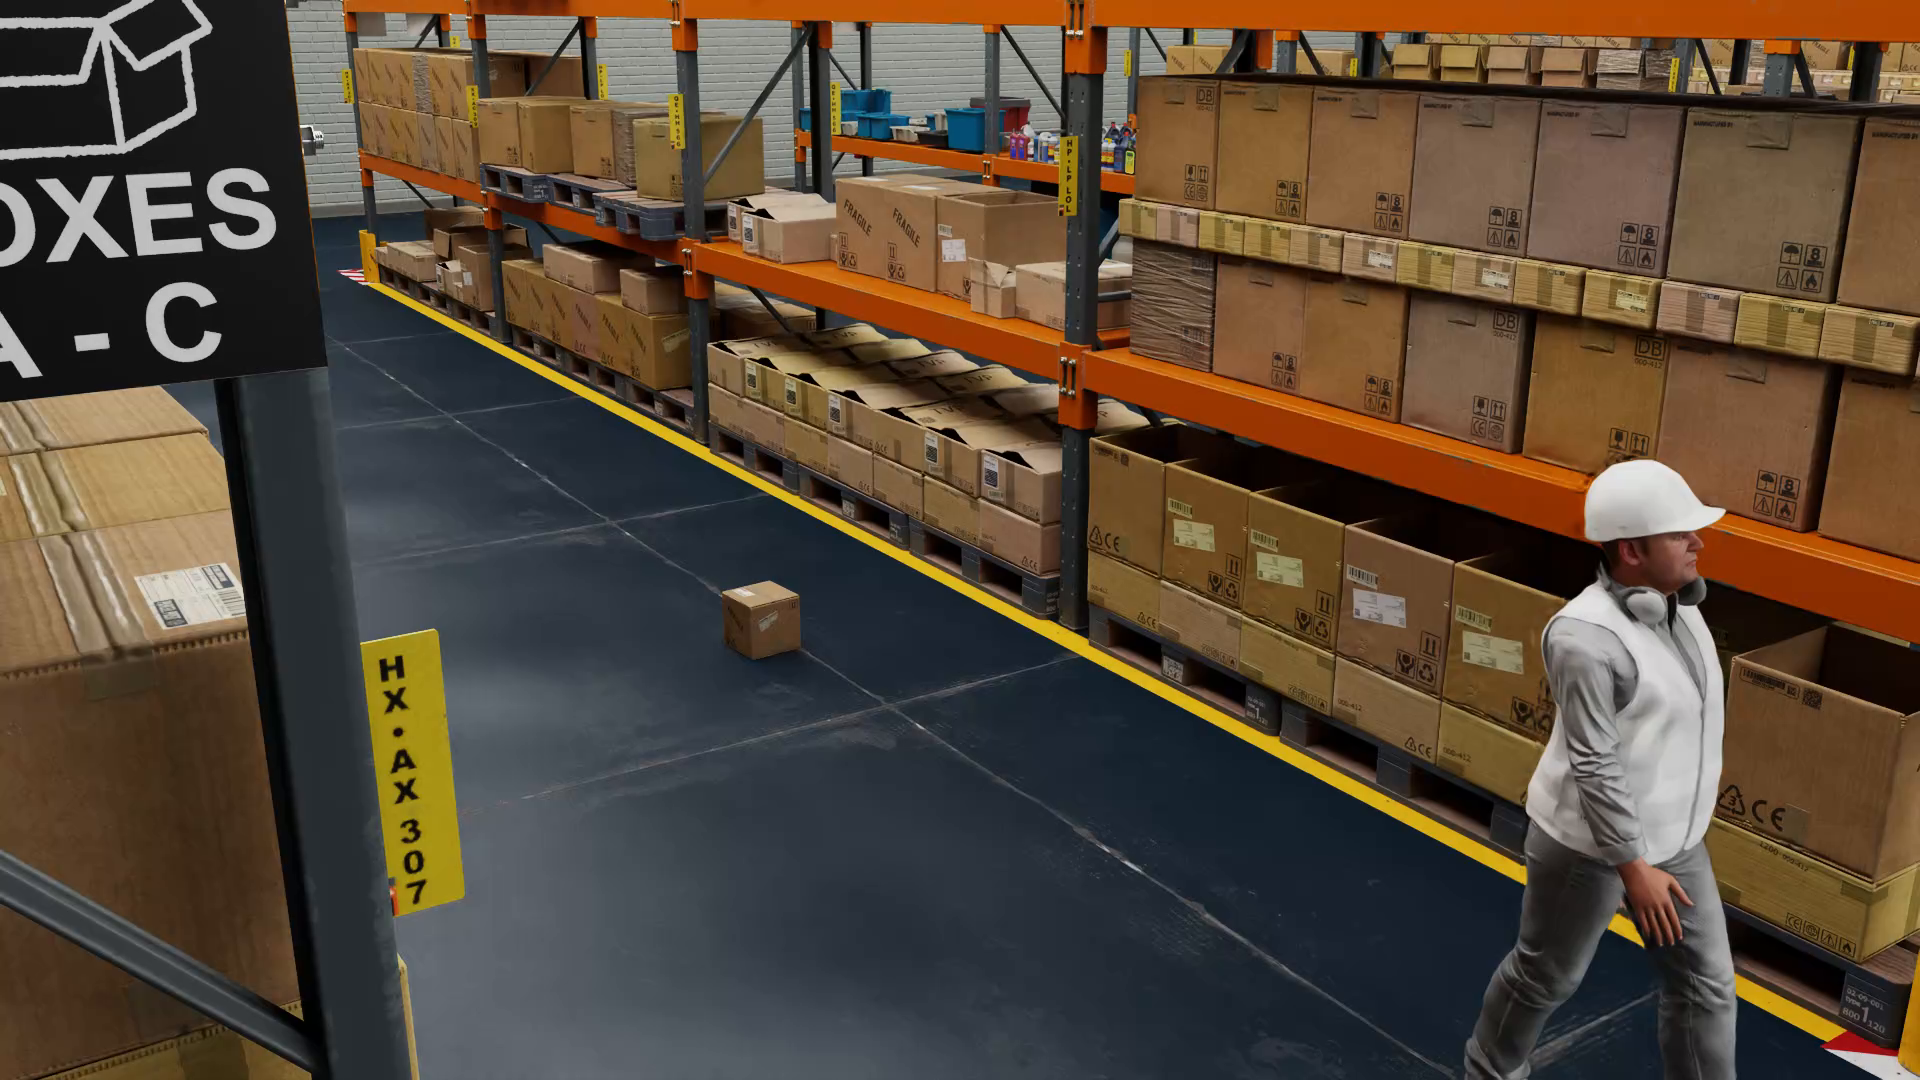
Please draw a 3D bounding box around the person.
[{"bbox_3d":[1.590,0.709,3.841,0.538,1.793,0.807,-13,22,-35],"label":"person"}]
